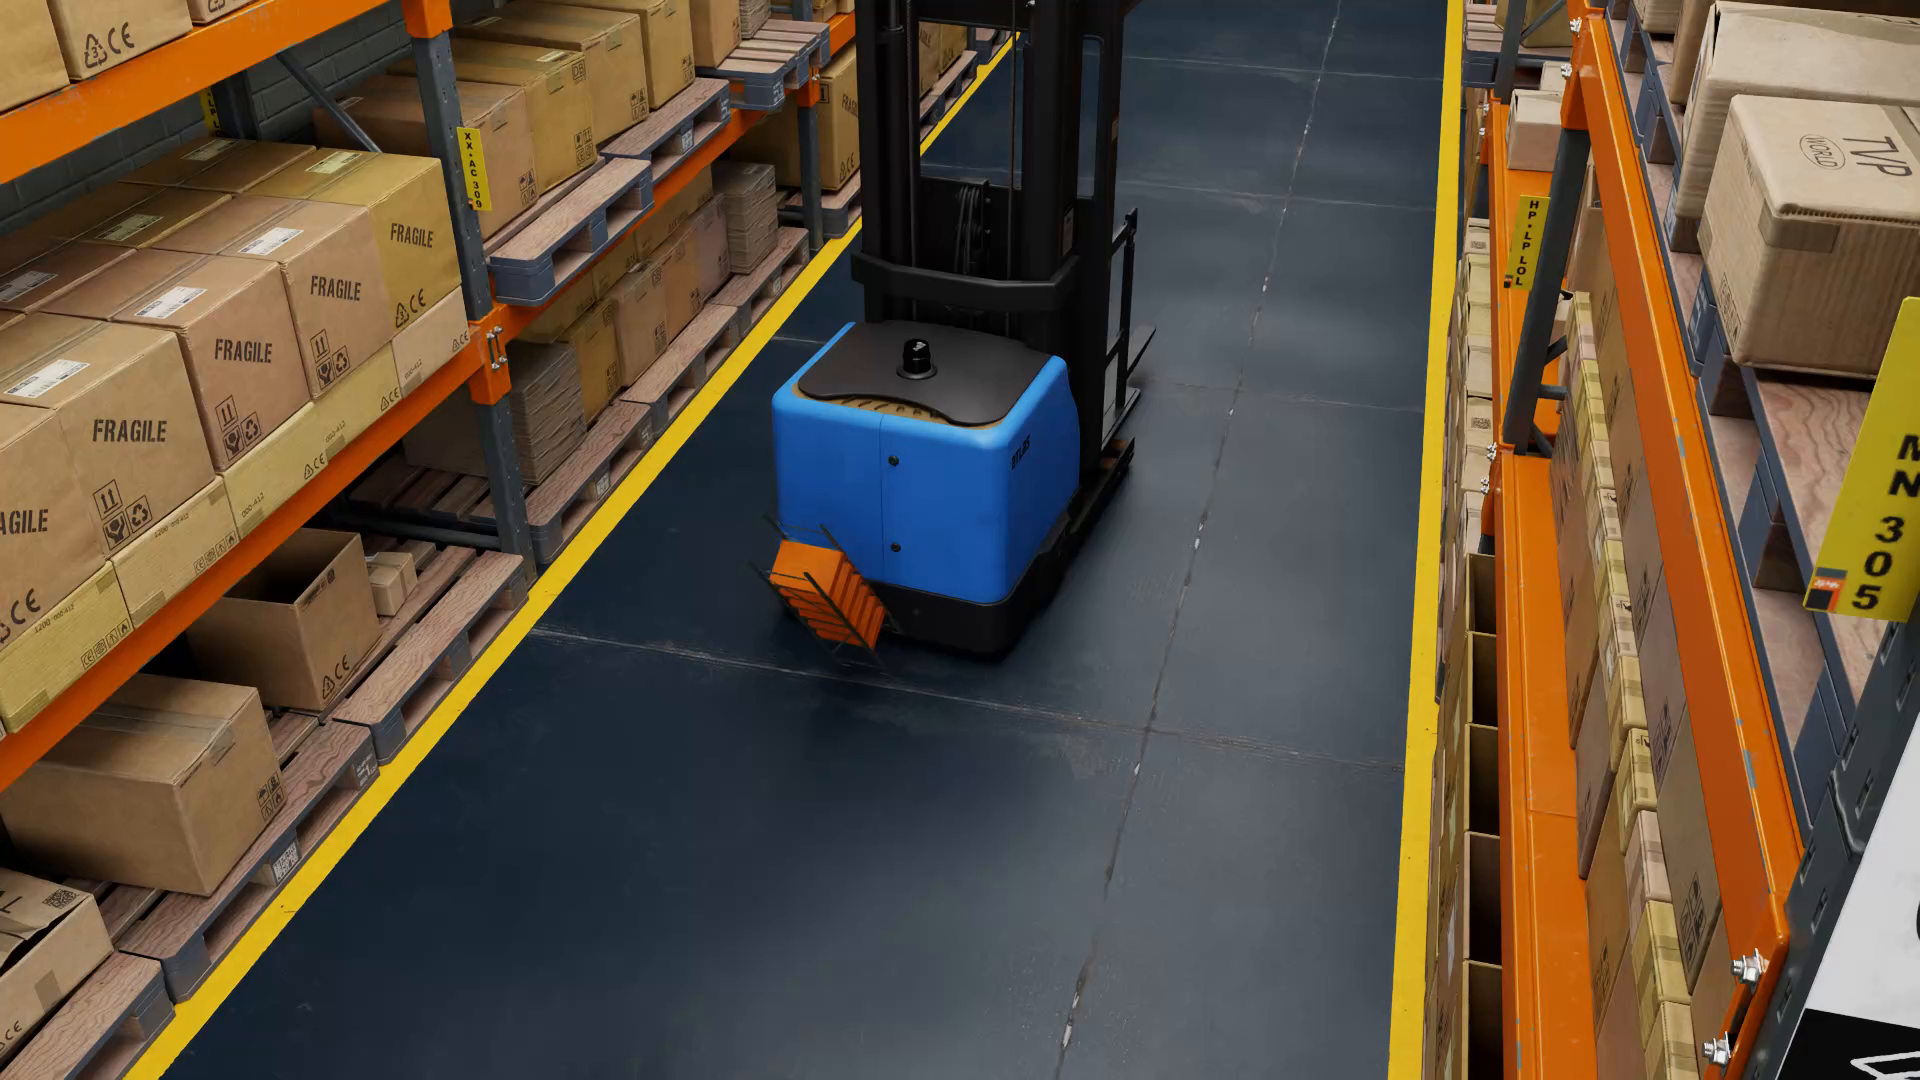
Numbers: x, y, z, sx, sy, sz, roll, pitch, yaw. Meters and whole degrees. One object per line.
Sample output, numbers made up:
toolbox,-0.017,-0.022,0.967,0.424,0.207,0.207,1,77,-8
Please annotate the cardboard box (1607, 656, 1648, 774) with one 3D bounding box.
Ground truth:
cardboard box,1.623,0.410,3.611,0.380,0.149,0.250,9,34,14

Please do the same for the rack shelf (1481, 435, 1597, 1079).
rack shelf,1.891,0.888,4.228,1.077,0.370,4.000,8,33,12

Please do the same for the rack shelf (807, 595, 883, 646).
rack shelf,-0.456,0.293,6.532,0.258,0.103,0.180,11,71,17

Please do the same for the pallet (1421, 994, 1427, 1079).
pallet,1.849,1.765,4.776,1.003,0.211,1.213,8,33,12

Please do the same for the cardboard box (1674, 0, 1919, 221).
cardboard box,1.562,-0.764,2.922,0.500,0.311,0.500,12,34,18

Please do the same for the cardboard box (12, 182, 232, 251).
cardboard box,-2.850,-0.904,5.799,0.500,0.500,0.500,8,33,12

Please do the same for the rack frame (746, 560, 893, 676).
rack frame,-0.515,0.316,6.354,0.240,1.200,0.006,11,71,17

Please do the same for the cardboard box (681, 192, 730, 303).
cardboard box,-1.754,-1.700,9.549,0.700,0.500,0.500,8,33,12

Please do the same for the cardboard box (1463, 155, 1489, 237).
cardboard box,3.424,-2.177,10.299,0.500,0.500,0.500,9,34,14

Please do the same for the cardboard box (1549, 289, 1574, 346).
cardboard box,2.444,-0.878,6.461,0.396,0.266,0.258,7,33,11

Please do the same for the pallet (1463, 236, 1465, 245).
pallet,3.640,-1.735,10.282,1.003,0.211,1.213,8,33,12

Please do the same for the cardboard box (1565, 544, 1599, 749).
cardboard box,2.033,0.270,4.436,0.700,0.500,0.500,9,33,13

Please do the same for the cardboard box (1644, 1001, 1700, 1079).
cardboard box,1.361,0.946,2.768,0.380,0.149,0.250,9,34,14

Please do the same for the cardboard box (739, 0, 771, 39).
cardboard box,-1.488,-3.184,9.460,0.700,0.500,0.500,4,33,7

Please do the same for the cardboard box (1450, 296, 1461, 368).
cardboard box,2.870,-1.053,8.782,0.500,0.250,0.500,7,33,11

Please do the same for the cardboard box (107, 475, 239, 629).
cardboard box,-2.595,-0.002,5.079,0.500,0.250,0.500,8,33,13

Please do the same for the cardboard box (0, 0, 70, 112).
cardboard box,-2.668,-1.331,4.140,0.500,0.500,0.500,10,34,15

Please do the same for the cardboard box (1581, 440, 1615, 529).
cardboard box,1.885,-0.126,4.455,0.380,0.149,0.250,7,33,11

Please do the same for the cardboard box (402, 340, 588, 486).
cardboard box,-2.223,-0.641,7.882,0.700,0.500,0.500,9,34,14

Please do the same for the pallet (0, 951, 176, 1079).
pallet,-3.149,1.670,4.926,1.003,0.211,1.213,8,33,12

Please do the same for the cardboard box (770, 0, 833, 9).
cardboard box,-1.008,-3.595,10.220,0.500,0.500,0.500,9,34,14

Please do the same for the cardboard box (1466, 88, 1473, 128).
cardboard box,3.946,-3.240,11.970,0.500,0.500,0.500,8,33,13

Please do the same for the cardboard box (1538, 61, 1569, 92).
cardboard box,3.279,-2.309,8.669,0.500,0.311,0.500,10,34,15

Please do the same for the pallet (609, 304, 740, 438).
pallet,-1.890,-0.989,9.108,1.003,0.211,1.213,8,33,12

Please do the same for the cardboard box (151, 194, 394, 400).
cardboard box,-2.336,-0.840,5.698,0.500,0.500,0.500,8,33,12

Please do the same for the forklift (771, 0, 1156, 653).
forklift,0.226,-1.551,7.458,1.130,2.935,3.031,12,34,18

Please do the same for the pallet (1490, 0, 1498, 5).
pallet,3.903,-3.458,10.573,1.003,0.211,1.213,8,33,12

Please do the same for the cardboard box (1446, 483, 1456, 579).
cardboard box,2.354,0.013,7.106,0.500,0.250,0.500,8,33,12

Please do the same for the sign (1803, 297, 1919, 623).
sign,0.862,-0.065,1.509,0.100,0.325,0.005,8,33,12

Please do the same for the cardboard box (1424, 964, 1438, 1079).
cardboard box,1.603,1.507,4.755,0.500,0.250,0.500,8,33,12

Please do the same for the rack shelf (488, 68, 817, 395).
rack shelf,-1.886,-1.860,8.551,1.077,0.370,4.000,8,33,12

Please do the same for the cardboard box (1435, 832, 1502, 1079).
cardboard box,1.599,1.190,4.555,0.500,0.500,0.500,8,33,12

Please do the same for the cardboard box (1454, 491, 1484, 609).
cardboard box,2.224,0.044,6.534,0.500,0.311,0.500,8,33,12

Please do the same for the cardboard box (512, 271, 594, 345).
cardboard box,-2.115,-1.186,8.041,0.500,0.250,0.500,7,33,11

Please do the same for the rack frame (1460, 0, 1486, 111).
rack frame,4.429,-4.605,12.198,1.000,3.000,0.127,8,33,12

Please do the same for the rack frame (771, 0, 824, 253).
rack frame,-1.379,-3.202,9.990,1.000,3.000,0.127,8,33,12

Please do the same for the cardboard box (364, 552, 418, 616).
cardboard box,-2.501,0.166,6.924,0.380,0.166,0.250,4,33,6

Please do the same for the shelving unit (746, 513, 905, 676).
shelving unit,-0.490,0.232,6.383,0.258,1.200,0.189,11,71,17

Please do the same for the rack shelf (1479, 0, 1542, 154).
rack shelf,3.921,-3.264,10.758,1.077,0.370,4.000,8,33,12

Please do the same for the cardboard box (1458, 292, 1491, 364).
cardboard box,2.740,-1.013,8.196,0.500,0.311,0.500,7,33,11

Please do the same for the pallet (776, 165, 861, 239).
pallet,-1.106,-2.424,11.366,1.003,0.211,1.213,8,33,12

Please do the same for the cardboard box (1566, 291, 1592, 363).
cardboard box,2.143,-0.656,5.289,0.380,0.149,0.250,8,33,12

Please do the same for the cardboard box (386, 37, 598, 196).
cardboard box,-2.083,-1.902,7.443,0.700,0.500,0.500,11,34,17

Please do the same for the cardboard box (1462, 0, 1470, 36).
cardboard box,4.489,-4.379,13.939,0.500,0.311,0.500,8,33,12

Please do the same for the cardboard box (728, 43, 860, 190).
cardboard box,-1.065,-2.836,11.027,0.750,0.750,0.750,8,33,12

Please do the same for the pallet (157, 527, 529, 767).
pallet,-2.530,0.404,6.918,1.003,0.211,1.213,8,33,12

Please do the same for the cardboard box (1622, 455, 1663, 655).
cardboard box,1.910,-0.031,3.700,0.700,0.500,0.500,8,33,12
